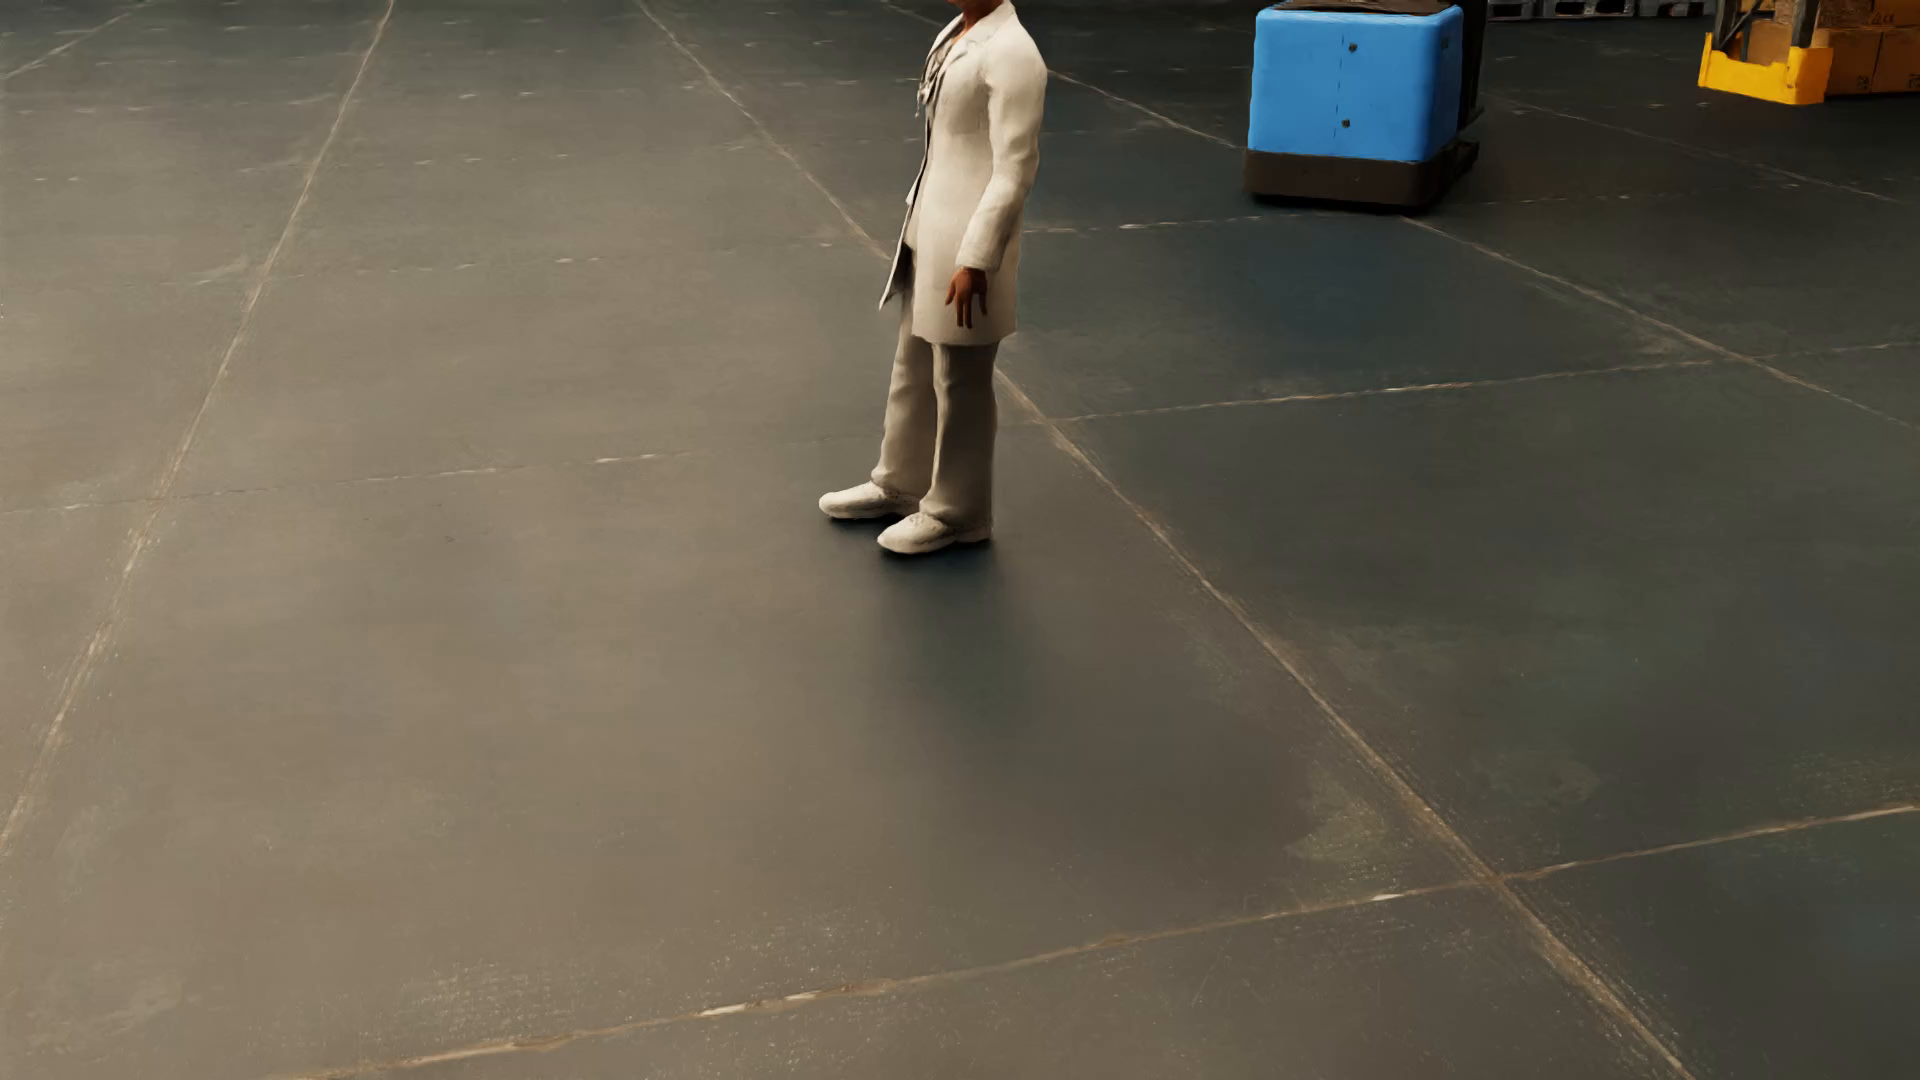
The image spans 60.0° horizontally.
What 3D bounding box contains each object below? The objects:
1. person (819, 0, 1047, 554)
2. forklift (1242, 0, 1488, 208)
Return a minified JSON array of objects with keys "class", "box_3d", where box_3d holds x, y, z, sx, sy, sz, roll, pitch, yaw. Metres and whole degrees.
[{"class":"person","box_3d":[-0.089,-0.817,4.684,0.579,1.776,0.694,-6,24,-14]},{"class":"forklift","box_3d":[2.700,-3.748,10.115,1.130,2.935,3.031,10,25,22]}]
